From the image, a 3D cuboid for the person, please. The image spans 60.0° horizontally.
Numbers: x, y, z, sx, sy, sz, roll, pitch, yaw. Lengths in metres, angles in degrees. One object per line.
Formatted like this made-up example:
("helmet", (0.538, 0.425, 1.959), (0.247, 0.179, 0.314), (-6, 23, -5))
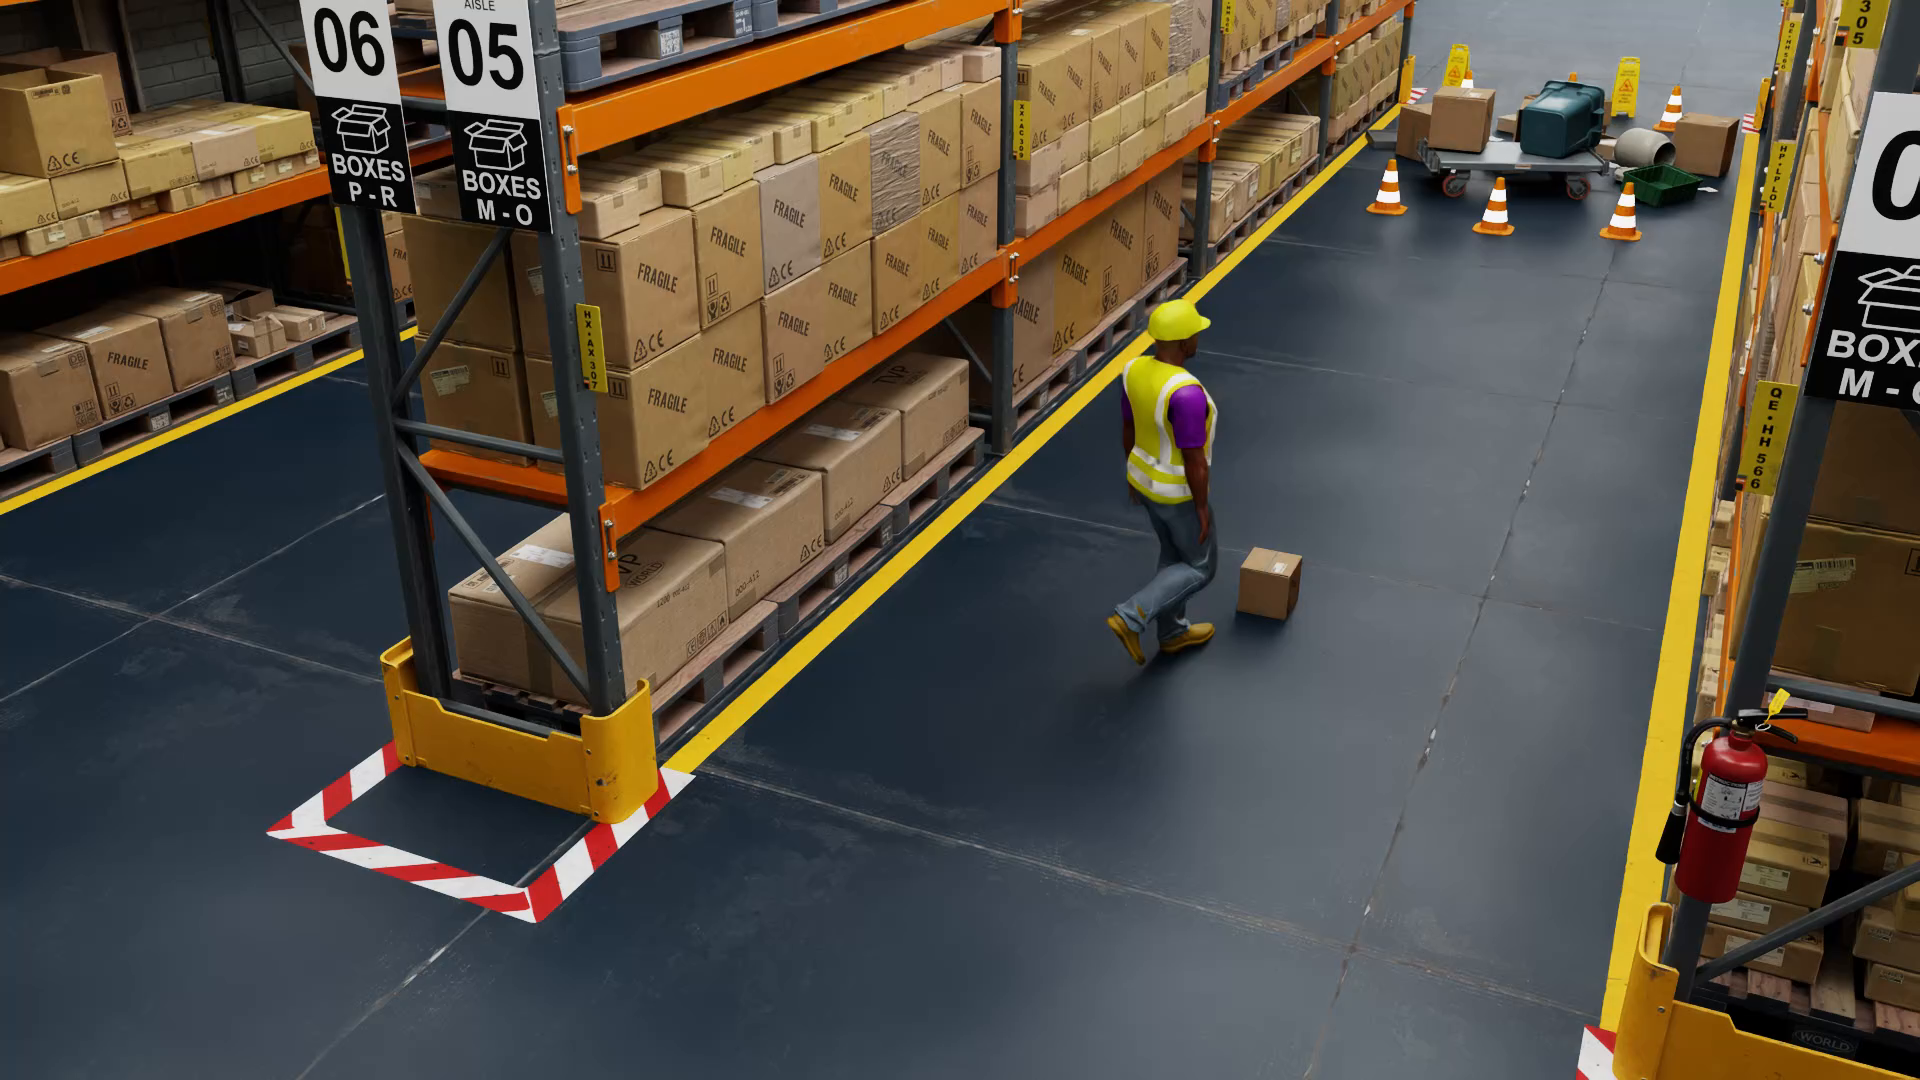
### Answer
("person", (0.943, -0.243, 7.557), (0.672, 1.753, 0.597), (-11, 28, -21))
